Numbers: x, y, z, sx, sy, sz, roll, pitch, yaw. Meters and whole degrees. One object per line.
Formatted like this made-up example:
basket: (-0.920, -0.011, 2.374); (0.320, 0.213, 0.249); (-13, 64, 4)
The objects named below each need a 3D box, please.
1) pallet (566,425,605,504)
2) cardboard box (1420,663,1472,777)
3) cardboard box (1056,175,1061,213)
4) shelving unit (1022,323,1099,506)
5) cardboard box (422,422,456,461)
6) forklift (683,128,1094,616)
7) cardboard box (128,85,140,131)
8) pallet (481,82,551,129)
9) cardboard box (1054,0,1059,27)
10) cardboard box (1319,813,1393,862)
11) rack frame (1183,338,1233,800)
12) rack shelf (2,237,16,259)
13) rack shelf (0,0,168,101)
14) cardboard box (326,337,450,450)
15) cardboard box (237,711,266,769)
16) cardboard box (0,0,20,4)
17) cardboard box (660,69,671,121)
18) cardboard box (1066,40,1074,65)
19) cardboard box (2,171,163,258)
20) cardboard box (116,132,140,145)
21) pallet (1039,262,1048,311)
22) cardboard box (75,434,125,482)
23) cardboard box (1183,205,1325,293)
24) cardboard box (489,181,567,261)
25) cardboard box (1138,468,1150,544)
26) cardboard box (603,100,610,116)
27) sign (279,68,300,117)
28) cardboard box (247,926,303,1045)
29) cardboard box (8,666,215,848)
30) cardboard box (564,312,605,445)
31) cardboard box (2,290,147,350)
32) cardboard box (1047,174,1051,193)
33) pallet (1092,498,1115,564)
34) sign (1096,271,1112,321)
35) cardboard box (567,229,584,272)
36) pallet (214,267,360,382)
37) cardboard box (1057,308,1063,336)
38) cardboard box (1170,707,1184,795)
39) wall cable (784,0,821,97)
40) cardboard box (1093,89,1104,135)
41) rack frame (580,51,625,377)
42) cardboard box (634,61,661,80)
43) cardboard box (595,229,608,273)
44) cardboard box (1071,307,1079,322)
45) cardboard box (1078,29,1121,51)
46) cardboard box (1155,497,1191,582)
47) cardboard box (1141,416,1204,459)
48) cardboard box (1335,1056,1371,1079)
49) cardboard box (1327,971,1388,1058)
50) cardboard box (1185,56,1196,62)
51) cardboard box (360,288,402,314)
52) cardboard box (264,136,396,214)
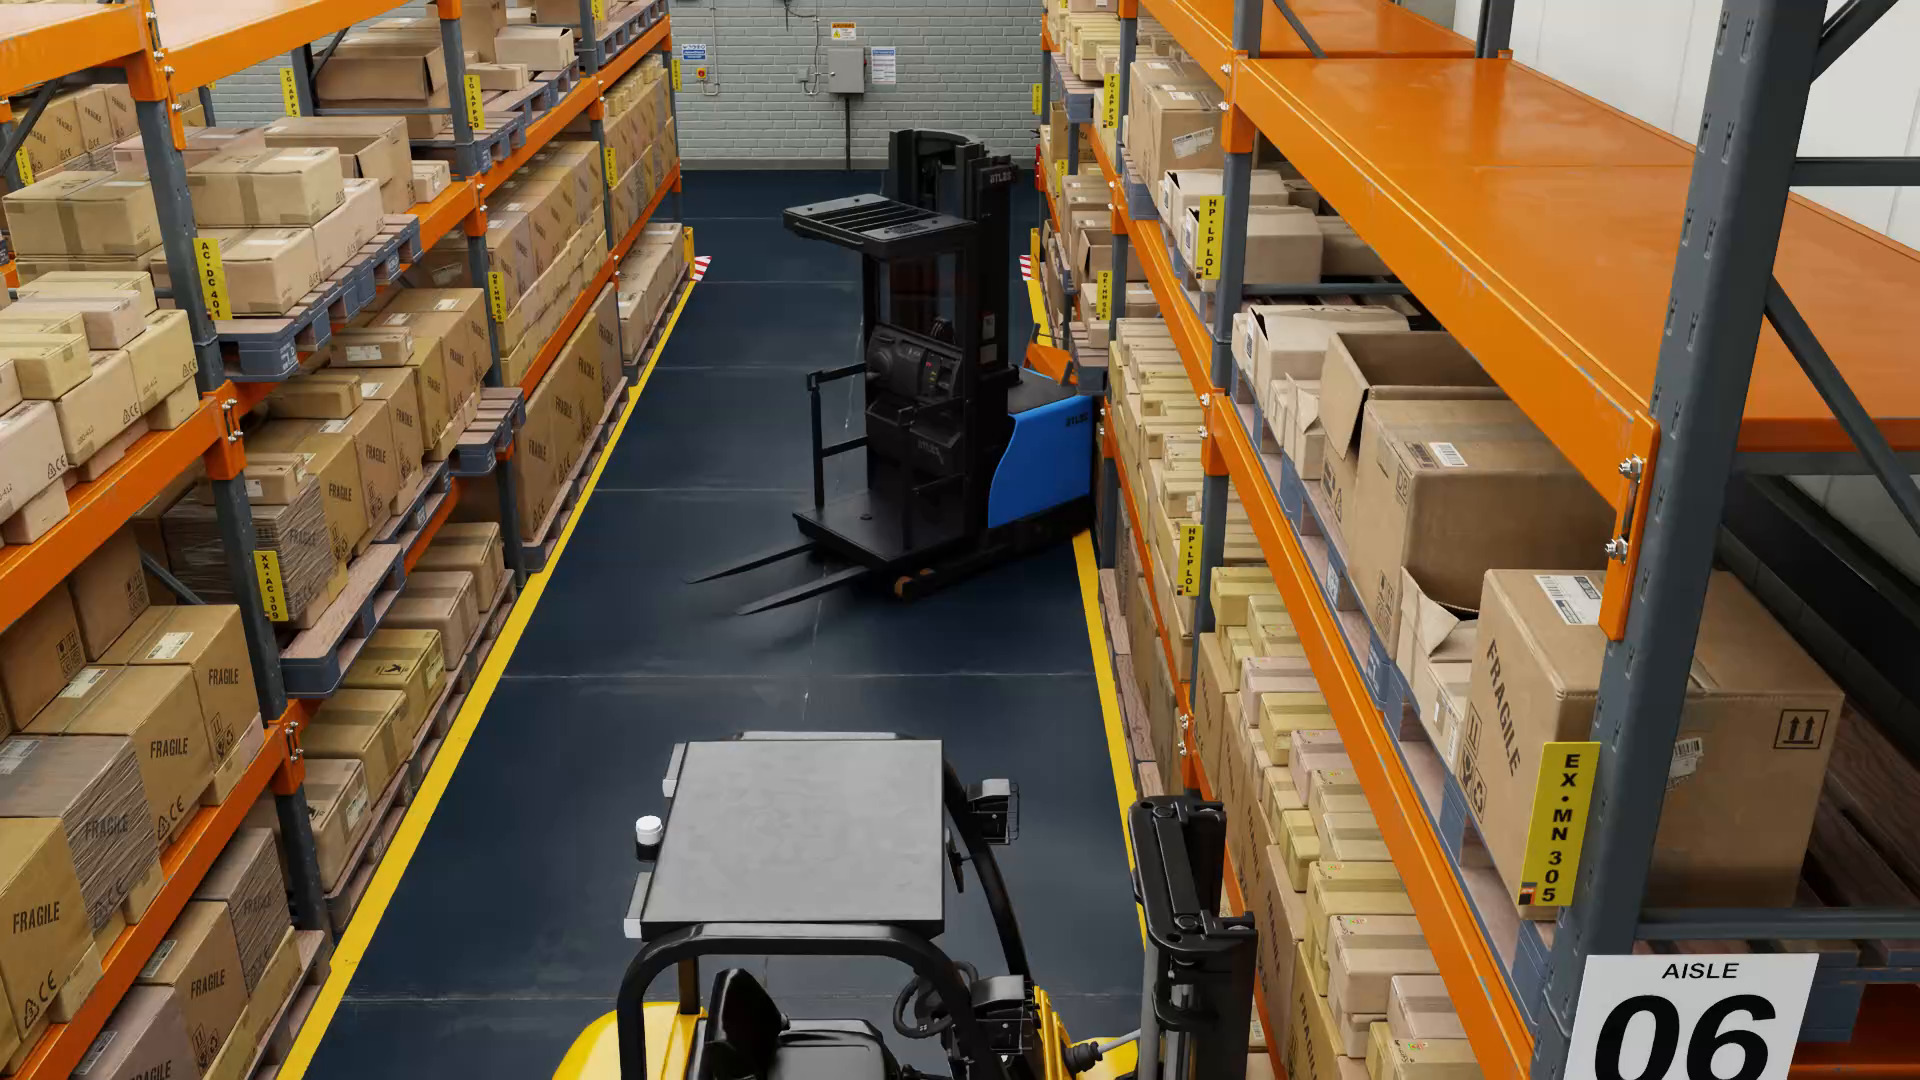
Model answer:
pallet: (-3.438, -0.609, 13.224); (1.003, 0.211, 1.213); (0, 24, -1)
cardboard box: (1.243, 0.391, 3.664); (0.380, 0.149, 0.250); (-1, 24, -2)
cardboard box: (1.155, -3.207, 15.406); (0.500, 0.250, 0.500); (0, 24, 0)
shelving unit: (0.768, -0.919, 12.575); (0.538, 1.125, 1.048); (10, 20, -16)
cardboard box: (-3.121, -0.565, 9.537); (0.380, 0.149, 0.250); (0, 24, 0)
forklift: (-0.473, -1.167, 11.157); (3.031, 2.935, 1.130); (-20, 31, -37)
cardboard box: (-8.257, -4.312, 16.331); (0.500, 0.500, 0.500); (1, 24, 2)
pallet: (-3.570, -3.059, 11.847); (1.003, 0.211, 1.213); (1, 24, 2)
cardboard box: (1.161, -4.990, 15.707); (0.500, 0.250, 0.500); (-1, 24, -1)
cardboard box: (1.319, 0.965, 5.091); (0.380, 0.149, 0.250); (0, 24, 0)
rack frame: (1.512, 0.572, 7.230); (1.000, 3.000, 0.127); (0, 24, -1)
rack shelf: (-8.509, -3.134, 16.295); (1.077, 0.370, 4.000); (0, 24, -1)
rack shelf: (-3.429, -0.985, 4.267); (1.077, 0.370, 4.000); (0, 24, -1)
cardboard box: (-3.189, -0.818, 9.311); (0.500, 0.500, 0.500); (-2, 24, -4)
cardboard box: (-3.143, 0.841, 6.939); (0.380, 0.149, 0.250); (-1, 24, -1)
cardboard box: (-8.218, -4.578, 14.068); (0.380, 0.149, 0.250); (-1, 24, -3)
cardboard box: (-3.339, -4.653, 17.446); (0.500, 0.500, 0.500); (1, 24, 1)
cardboard box: (1.017, -3.774, 12.871); (0.380, 0.149, 0.250); (0, 24, 0)
cardboard box: (-3.585, -1.360, 6.927); (0.500, 0.250, 0.500); (0, 24, 1)
cardboard box: (-8.258, -3.656, 16.094); (0.500, 0.500, 0.500); (1, 24, 2)
pallet: (1.392, -2.743, 17.942); (1.003, 0.211, 1.213); (0, 24, -1)
cardboard box: (-3.201, -0.318, 5.862); (0.380, 0.149, 0.250); (0, 24, 0)
cardboard box: (1.261, -1.289, 7.180); (0.500, 0.311, 0.500); (-1, 24, -2)
cardboard box: (-3.263, -2.384, 12.429); (0.500, 0.500, 0.500); (0, 24, 0)
cardboard box: (1.246, -0.191, 9.098); (0.500, 0.250, 0.500); (1, 24, 1)
cardboard box: (-3.346, -3.840, 14.861); (0.380, 0.149, 0.250); (-1, 24, -1)
sign: (-4.050, -2.692, 10.082); (0.100, 0.325, 0.005); (0, 24, -1)
cardboard box: (-3.176, 1.899, 7.121); (0.500, 0.250, 0.500); (1, 24, 2)
cardboard box: (-3.185, 0.808, 6.224); (0.500, 0.500, 0.500); (1, 24, 1)
cardboard box: (-3.434, -1.297, 13.430); (0.875, 0.875, 0.875); (0, 24, 1)
cardboard box: (-3.150, -0.784, 5.923); (0.380, 0.149, 0.250); (-1, 24, -2)
cardboard box: (1.075, -3.591, 16.738); (0.380, 0.149, 0.250); (-1, 24, -2)
pallet: (1.498, -0.114, 12.129); (1.003, 0.211, 1.213); (0, 24, -1)
sign: (0.926, -1.562, 10.638); (0.100, 0.325, 0.005); (0, 24, -1)
cardboard box: (-3.266, -2.261, 13.067); (0.500, 0.250, 0.500); (0, 24, 1)
pallet: (-3.351, -0.941, 7.161); (1.213, 0.211, 1.003); (0, 24, -1)
cardboard box: (1.121, -2.046, 15.825); (0.396, 0.266, 0.258); (1, 24, 1)
cardboard box: (1.495, 1.247, 8.108); (0.875, 0.625, 0.625); (1, 24, 2)
wall cable: (-2.249, -7.147, 23.062); (0.588, 1.984, 0.122); (0, 24, -1)
cardboard box: (1.208, -2.999, 11.666); (0.500, 0.250, 0.500); (0, 24, -1)
rack frame: (-3.538, -2.701, 14.466); (1.000, 3.000, 0.127); (0, 24, -1)
cardboard box: (-3.264, -4.789, 16.959); (0.380, 0.149, 0.250); (0, 24, -1)
cardboard box: (-3.281, -2.449, 14.090); (0.500, 0.250, 0.500); (-1, 24, -2)
cardboard box: (1.163, -1.924, 14.484); (0.380, 0.149, 0.250); (1, 24, 2)
cardboard box: (1.072, -3.694, 12.334); (0.380, 0.149, 0.250); (0, 24, 0)
cardboard box: (1.238, -0.001, 8.071); (0.500, 0.250, 0.500); (-1, 24, -2)
cardboard box: (1.162, -0.545, 8.789); (0.380, 0.149, 0.250); (-1, 24, -2)
cardboard box: (1.291, 1.759, 4.483); (0.500, 0.500, 0.500); (0, 24, 1)
cardboard box: (1.256, 1.313, 4.682); (0.380, 0.149, 0.250); (-1, 24, -2)
cardboard box: (1.712, -3.162, 11.181); (0.380, 0.149, 0.250); (1, 24, 1)
cardboard box: (-3.721, -1.239, 10.240); (0.500, 0.500, 0.500); (-1, 24, -2)
cardboard box: (-3.450, -1.838, 8.792); (0.797, 0.503, 0.637); (0, 24, -1)
